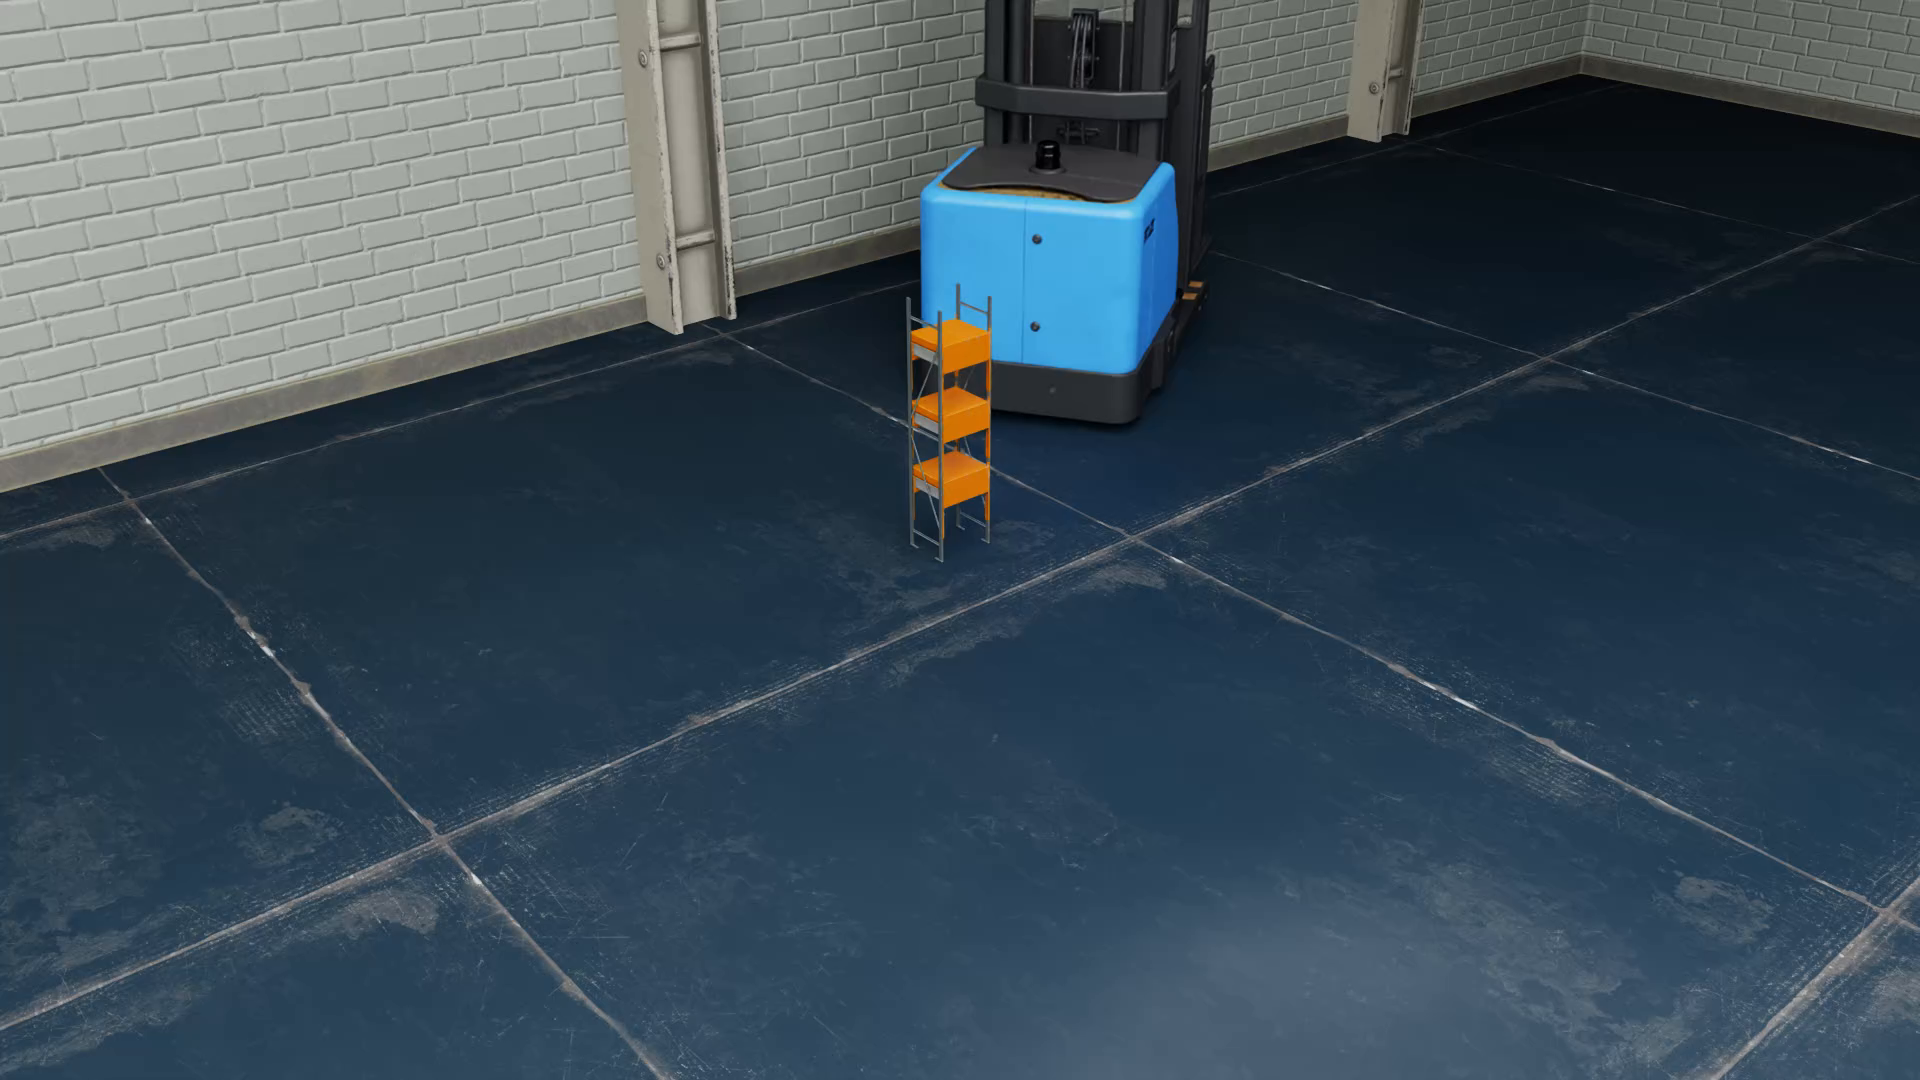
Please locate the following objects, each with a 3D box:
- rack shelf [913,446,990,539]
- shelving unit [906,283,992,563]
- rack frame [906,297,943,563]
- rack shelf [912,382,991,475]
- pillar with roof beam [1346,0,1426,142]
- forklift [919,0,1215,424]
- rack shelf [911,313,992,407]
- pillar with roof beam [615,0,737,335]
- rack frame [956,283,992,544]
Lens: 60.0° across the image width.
[{"bbox_3d":[-0.041,-0.192,6.608,0.240,0.259,0.215,-22,35,-35],"label":"rack shelf"},{"bbox_3d":[-0.041,-0.447,6.472,0.252,1.050,0.215,-22,35,-35],"label":"shelving unit"},{"bbox_3d":[-0.133,-0.409,6.402,0.008,1.050,0.200,-22,35,-35],"label":"rack frame"},{"bbox_3d":[-0.041,-0.437,6.477,0.240,0.259,0.215,-22,35,-35],"label":"rack shelf"},{"bbox_3d":[5.905,-5.459,7.418,0.400,9.000,9.100,-22,35,-35],"label":"pillar with roof beam"},{"bbox_3d":[0.727,-2.501,8.319,1.130,2.935,3.031,8,29,15],"label":"forklift"},{"bbox_3d":[-0.041,-0.688,6.343,0.240,0.259,0.215,-22,35,-35],"label":"rack shelf"},{"bbox_3d":[1.341,-3.624,3.983,0.400,9.000,9.100,-22,35,-35],"label":"pillar with roof beam"},{"bbox_3d":[0.052,-0.484,6.542,0.008,1.050,0.200,-22,35,-35],"label":"rack frame"}]
